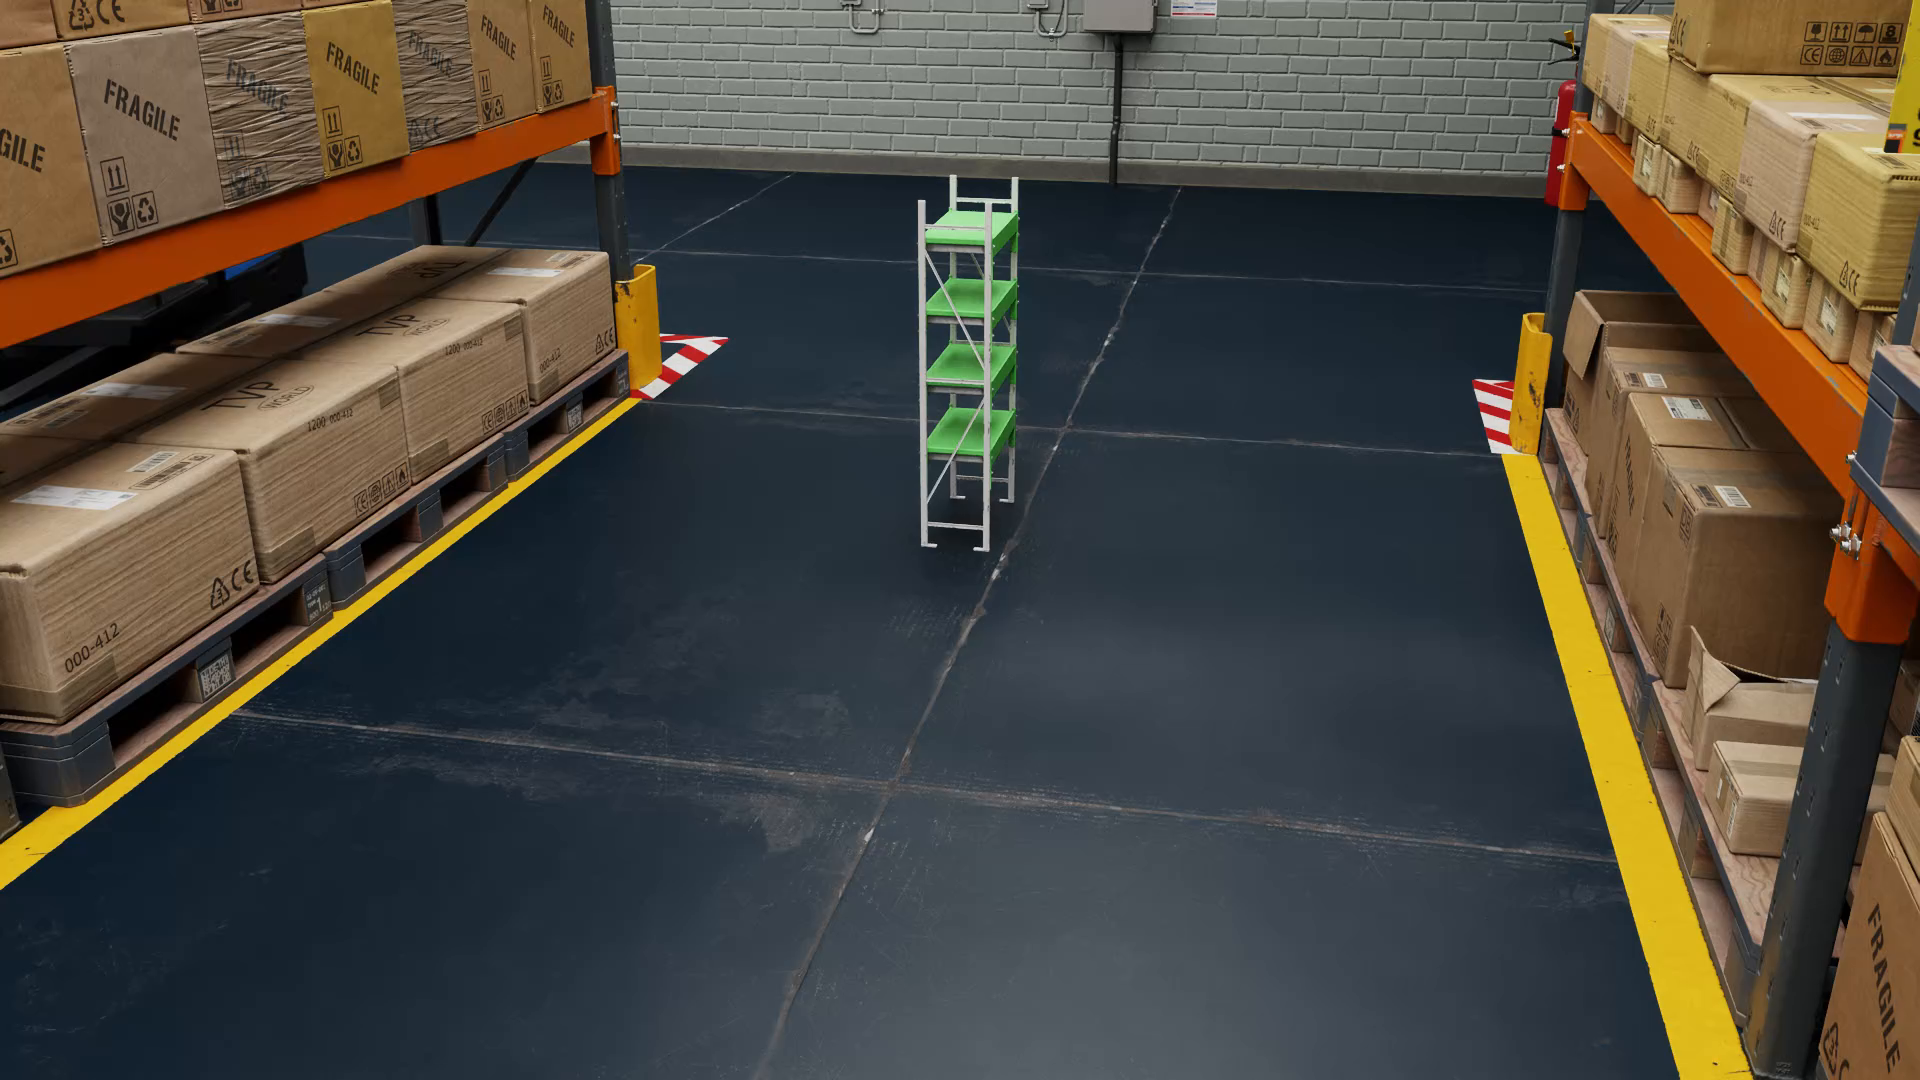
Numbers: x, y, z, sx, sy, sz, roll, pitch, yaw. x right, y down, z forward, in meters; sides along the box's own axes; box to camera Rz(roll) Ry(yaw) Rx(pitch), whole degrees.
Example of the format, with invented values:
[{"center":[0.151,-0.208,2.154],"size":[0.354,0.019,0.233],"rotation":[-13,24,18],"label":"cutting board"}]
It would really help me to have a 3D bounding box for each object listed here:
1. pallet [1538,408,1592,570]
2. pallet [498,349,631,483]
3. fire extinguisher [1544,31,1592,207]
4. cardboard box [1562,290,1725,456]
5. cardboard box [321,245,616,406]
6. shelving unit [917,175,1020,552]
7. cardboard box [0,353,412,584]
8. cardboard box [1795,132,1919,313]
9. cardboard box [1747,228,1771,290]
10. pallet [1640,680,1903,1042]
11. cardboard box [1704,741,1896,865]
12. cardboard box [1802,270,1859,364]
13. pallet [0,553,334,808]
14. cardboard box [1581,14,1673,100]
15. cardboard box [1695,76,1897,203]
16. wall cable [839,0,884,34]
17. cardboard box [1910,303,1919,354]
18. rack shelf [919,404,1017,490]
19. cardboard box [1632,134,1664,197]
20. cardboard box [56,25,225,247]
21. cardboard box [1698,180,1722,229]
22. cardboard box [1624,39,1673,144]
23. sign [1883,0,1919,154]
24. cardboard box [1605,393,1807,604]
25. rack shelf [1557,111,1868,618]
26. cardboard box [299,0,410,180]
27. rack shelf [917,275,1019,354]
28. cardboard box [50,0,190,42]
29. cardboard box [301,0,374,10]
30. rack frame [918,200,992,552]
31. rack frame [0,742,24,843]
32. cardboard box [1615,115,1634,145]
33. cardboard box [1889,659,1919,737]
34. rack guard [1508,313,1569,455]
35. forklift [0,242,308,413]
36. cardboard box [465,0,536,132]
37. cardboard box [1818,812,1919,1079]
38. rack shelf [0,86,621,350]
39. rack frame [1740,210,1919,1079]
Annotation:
[{"center":[2.688,-0.173,6.000],"size":[1.003,0.211,1.213],"rotation":[4,22,11],"label":"pallet"},{"center":[-2.081,-0.571,6.988],"size":[1.003,0.211,1.213],"rotation":[4,22,11],"label":"pallet"},{"center":[2.443,-1.666,6.577],"size":[0.296,0.674,0.183],"rotation":[4,22,11],"label":"fire extinguisher"},{"center":[2.648,-0.606,6.123],"size":[0.797,0.503,0.637],"rotation":[4,22,9],"label":"cardboard box"},{"center":[-2.032,-0.920,6.990],"size":[0.875,0.438,0.875],"rotation":[4,22,9],"label":"cardboard box"},{"center":[0.034,-0.617,5.780],"size":[0.258,1.200,0.503],"rotation":[4,22,11],"label":"shelving unit"},{"center":[-2.396,-0.255,5.339],"size":[0.875,0.438,0.875],"rotation":[4,22,9],"label":"cardboard box"},{"center":[1.914,-0.596,3.121],"size":[0.500,0.250,0.500],"rotation":[5,22,12],"label":"cardboard box"},{"center":[2.008,-0.630,3.738],"size":[0.380,0.149,0.250],"rotation":[5,22,12],"label":"cardboard box"},{"center":[2.190,0.720,3.784],"size":[1.003,0.211,1.213],"rotation":[4,22,11],"label":"pallet"},{"center":[1.875,0.579,3.656],"size":[0.380,0.149,0.250],"rotation":[4,22,9],"label":"cardboard box"},{"center":[1.899,-0.439,3.265],"size":[0.380,0.149,0.250],"rotation":[5,22,12],"label":"cardboard box"},{"center":[-2.579,0.322,4.773],"size":[1.003,0.211,1.213],"rotation":[4,22,11],"label":"pallet"},{"center":[2.509,-1.709,5.884],"size":[0.500,0.250,0.500],"rotation":[5,22,11],"label":"cardboard box"},{"center":[2.116,-0.962,4.029],"size":[0.500,0.250,0.500],"rotation":[4,22,11],"label":"cardboard box"},{"center":[-0.867,-4.712,12.138],"size":[0.585,1.953,0.123],"rotation":[4,22,11],"label":"wall cable"},{"center":[1.731,-0.404,2.146],"size":[0.700,0.500,0.500],"rotation":[5,22,12],"label":"cardboard box"},{"center":[0.034,-0.335,5.893],"size":[0.258,0.148,0.480],"rotation":[4,22,11],"label":"rack shelf"},{"center":[2.218,-1.102,4.912],"size":[0.380,0.149,0.250],"rotation":[4,22,9],"label":"cardboard box"},{"center":[-2.352,-1.082,4.390],"size":[0.500,0.500,0.500],"rotation":[5,22,11],"label":"cardboard box"},{"center":[2.199,-0.905,4.422],"size":[0.380,0.149,0.250],"rotation":[4,22,11],"label":"cardboard box"},{"center":[2.306,-1.339,4.965],"size":[0.500,0.250,0.500],"rotation":[4,22,10],"label":"cardboard box"},{"center":[1.516,-0.763,2.574],"size":[0.100,0.325,0.005],"rotation":[4,22,11],"label":"sign"},{"center":[2.229,-0.109,4.893],"size":[0.500,0.500,0.500],"rotation":[5,22,12],"label":"cardboard box"},{"center":[2.457,-0.721,4.590],"size":[1.077,0.370,4.000],"rotation":[4,22,11],"label":"rack shelf"},{"center":[-2.139,-1.451,5.308],"size":[0.500,0.500,0.500],"rotation":[5,22,13],"label":"cardboard box"},{"center":[0.034,-0.780,5.714],"size":[0.258,0.148,0.480],"rotation":[4,22,11],"label":"rack shelf"},{"center":[-2.368,-1.550,4.215],"size":[0.500,0.500,0.500],"rotation":[4,22,10],"label":"cardboard box"},{"center":[-2.147,-1.921,5.135],"size":[0.500,0.500,0.500],"rotation":[4,22,11],"label":"cardboard box"},{"center":[-0.016,-0.528,5.558],"size":[0.240,1.200,0.015],"rotation":[4,22,11],"label":"rack frame"},{"center":[-2.811,-0.700,3.576],"size":[1.000,3.000,0.127],"rotation":[4,22,11],"label":"rack frame"},{"center":[2.523,-1.473,5.833],"size":[0.380,0.149,0.250],"rotation":[5,22,12],"label":"cardboard box"},{"center":[2.504,0.423,4.043],"size":[0.380,0.149,0.250],"rotation":[4,22,10],"label":"cardboard box"},{"center":[2.850,-0.598,6.670],"size":[1.175,0.500,0.348],"rotation":[4,22,11],"label":"rack guard"},{"center":[-4.126,-2.179,7.342],"size":[1.130,2.935,3.031],"rotation":[0,22,0],"label":"forklift"},{"center":[-1.951,-1.830,6.249],"size":[0.500,0.500,0.500],"rotation":[4,22,10],"label":"cardboard box"},{"center":[1.730,0.802,2.632],"size":[0.500,0.500,0.500],"rotation":[5,23,13],"label":"cardboard box"},{"center":[-2.403,-1.098,5.527],"size":[1.077,0.370,4.000],"rotation":[4,22,11],"label":"rack shelf"},{"center":[2.049,-0.323,2.640],"size":[1.000,3.000,0.127],"rotation":[4,22,11],"label":"rack frame"}]
